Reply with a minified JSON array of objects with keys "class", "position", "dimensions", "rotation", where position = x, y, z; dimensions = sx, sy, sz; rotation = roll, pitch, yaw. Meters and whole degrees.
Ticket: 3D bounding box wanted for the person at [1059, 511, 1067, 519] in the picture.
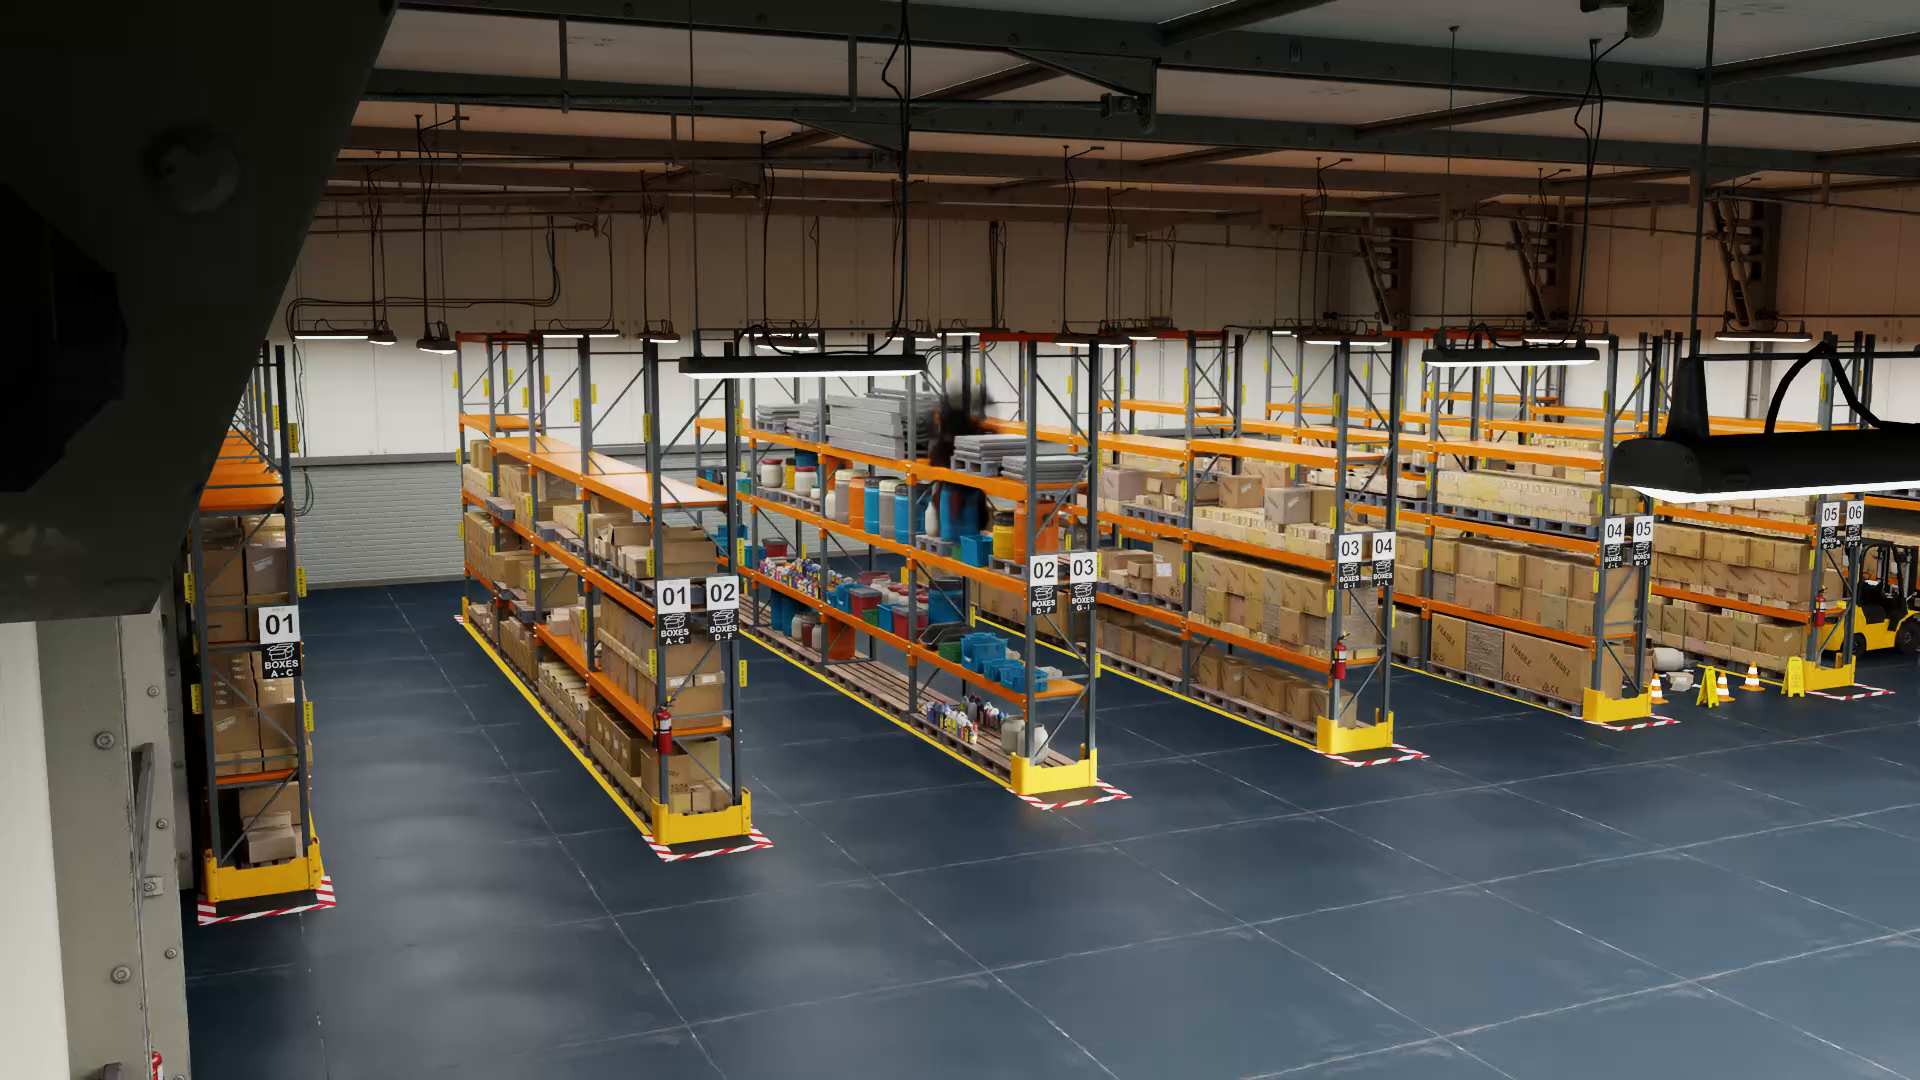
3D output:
[{"class":"person","position":[2.354,0.120,39.376],"dimensions":[0.703,1.650,0.617],"rotation":[1,8,10]}]
